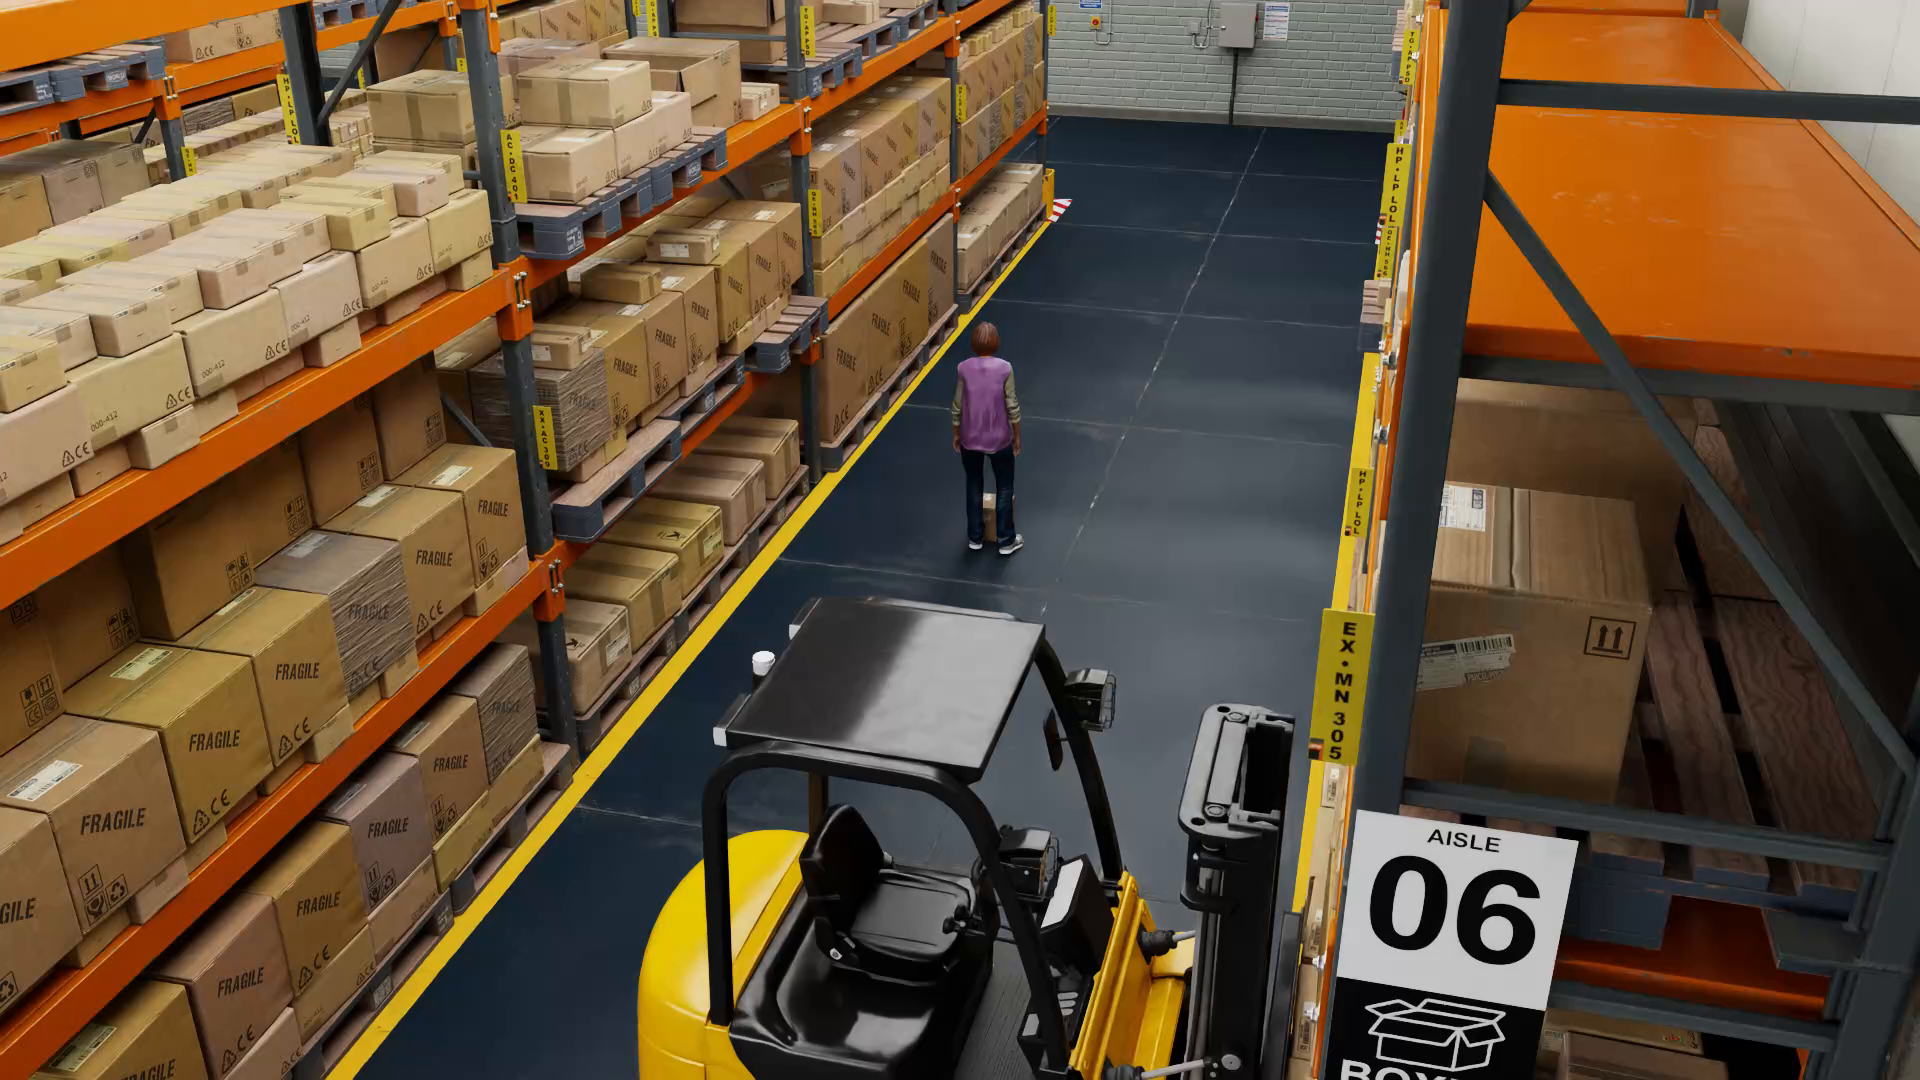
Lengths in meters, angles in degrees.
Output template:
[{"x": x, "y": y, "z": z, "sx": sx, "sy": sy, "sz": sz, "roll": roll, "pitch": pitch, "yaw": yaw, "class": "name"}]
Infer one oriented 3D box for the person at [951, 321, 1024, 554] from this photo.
[{"x": 0.183, "y": -0.618, "z": 11.113, "sx": 0.485, "sy": 1.479, "sz": 0.372, "roll": 5, "pitch": 26, "yaw": 10, "class": "person"}]
